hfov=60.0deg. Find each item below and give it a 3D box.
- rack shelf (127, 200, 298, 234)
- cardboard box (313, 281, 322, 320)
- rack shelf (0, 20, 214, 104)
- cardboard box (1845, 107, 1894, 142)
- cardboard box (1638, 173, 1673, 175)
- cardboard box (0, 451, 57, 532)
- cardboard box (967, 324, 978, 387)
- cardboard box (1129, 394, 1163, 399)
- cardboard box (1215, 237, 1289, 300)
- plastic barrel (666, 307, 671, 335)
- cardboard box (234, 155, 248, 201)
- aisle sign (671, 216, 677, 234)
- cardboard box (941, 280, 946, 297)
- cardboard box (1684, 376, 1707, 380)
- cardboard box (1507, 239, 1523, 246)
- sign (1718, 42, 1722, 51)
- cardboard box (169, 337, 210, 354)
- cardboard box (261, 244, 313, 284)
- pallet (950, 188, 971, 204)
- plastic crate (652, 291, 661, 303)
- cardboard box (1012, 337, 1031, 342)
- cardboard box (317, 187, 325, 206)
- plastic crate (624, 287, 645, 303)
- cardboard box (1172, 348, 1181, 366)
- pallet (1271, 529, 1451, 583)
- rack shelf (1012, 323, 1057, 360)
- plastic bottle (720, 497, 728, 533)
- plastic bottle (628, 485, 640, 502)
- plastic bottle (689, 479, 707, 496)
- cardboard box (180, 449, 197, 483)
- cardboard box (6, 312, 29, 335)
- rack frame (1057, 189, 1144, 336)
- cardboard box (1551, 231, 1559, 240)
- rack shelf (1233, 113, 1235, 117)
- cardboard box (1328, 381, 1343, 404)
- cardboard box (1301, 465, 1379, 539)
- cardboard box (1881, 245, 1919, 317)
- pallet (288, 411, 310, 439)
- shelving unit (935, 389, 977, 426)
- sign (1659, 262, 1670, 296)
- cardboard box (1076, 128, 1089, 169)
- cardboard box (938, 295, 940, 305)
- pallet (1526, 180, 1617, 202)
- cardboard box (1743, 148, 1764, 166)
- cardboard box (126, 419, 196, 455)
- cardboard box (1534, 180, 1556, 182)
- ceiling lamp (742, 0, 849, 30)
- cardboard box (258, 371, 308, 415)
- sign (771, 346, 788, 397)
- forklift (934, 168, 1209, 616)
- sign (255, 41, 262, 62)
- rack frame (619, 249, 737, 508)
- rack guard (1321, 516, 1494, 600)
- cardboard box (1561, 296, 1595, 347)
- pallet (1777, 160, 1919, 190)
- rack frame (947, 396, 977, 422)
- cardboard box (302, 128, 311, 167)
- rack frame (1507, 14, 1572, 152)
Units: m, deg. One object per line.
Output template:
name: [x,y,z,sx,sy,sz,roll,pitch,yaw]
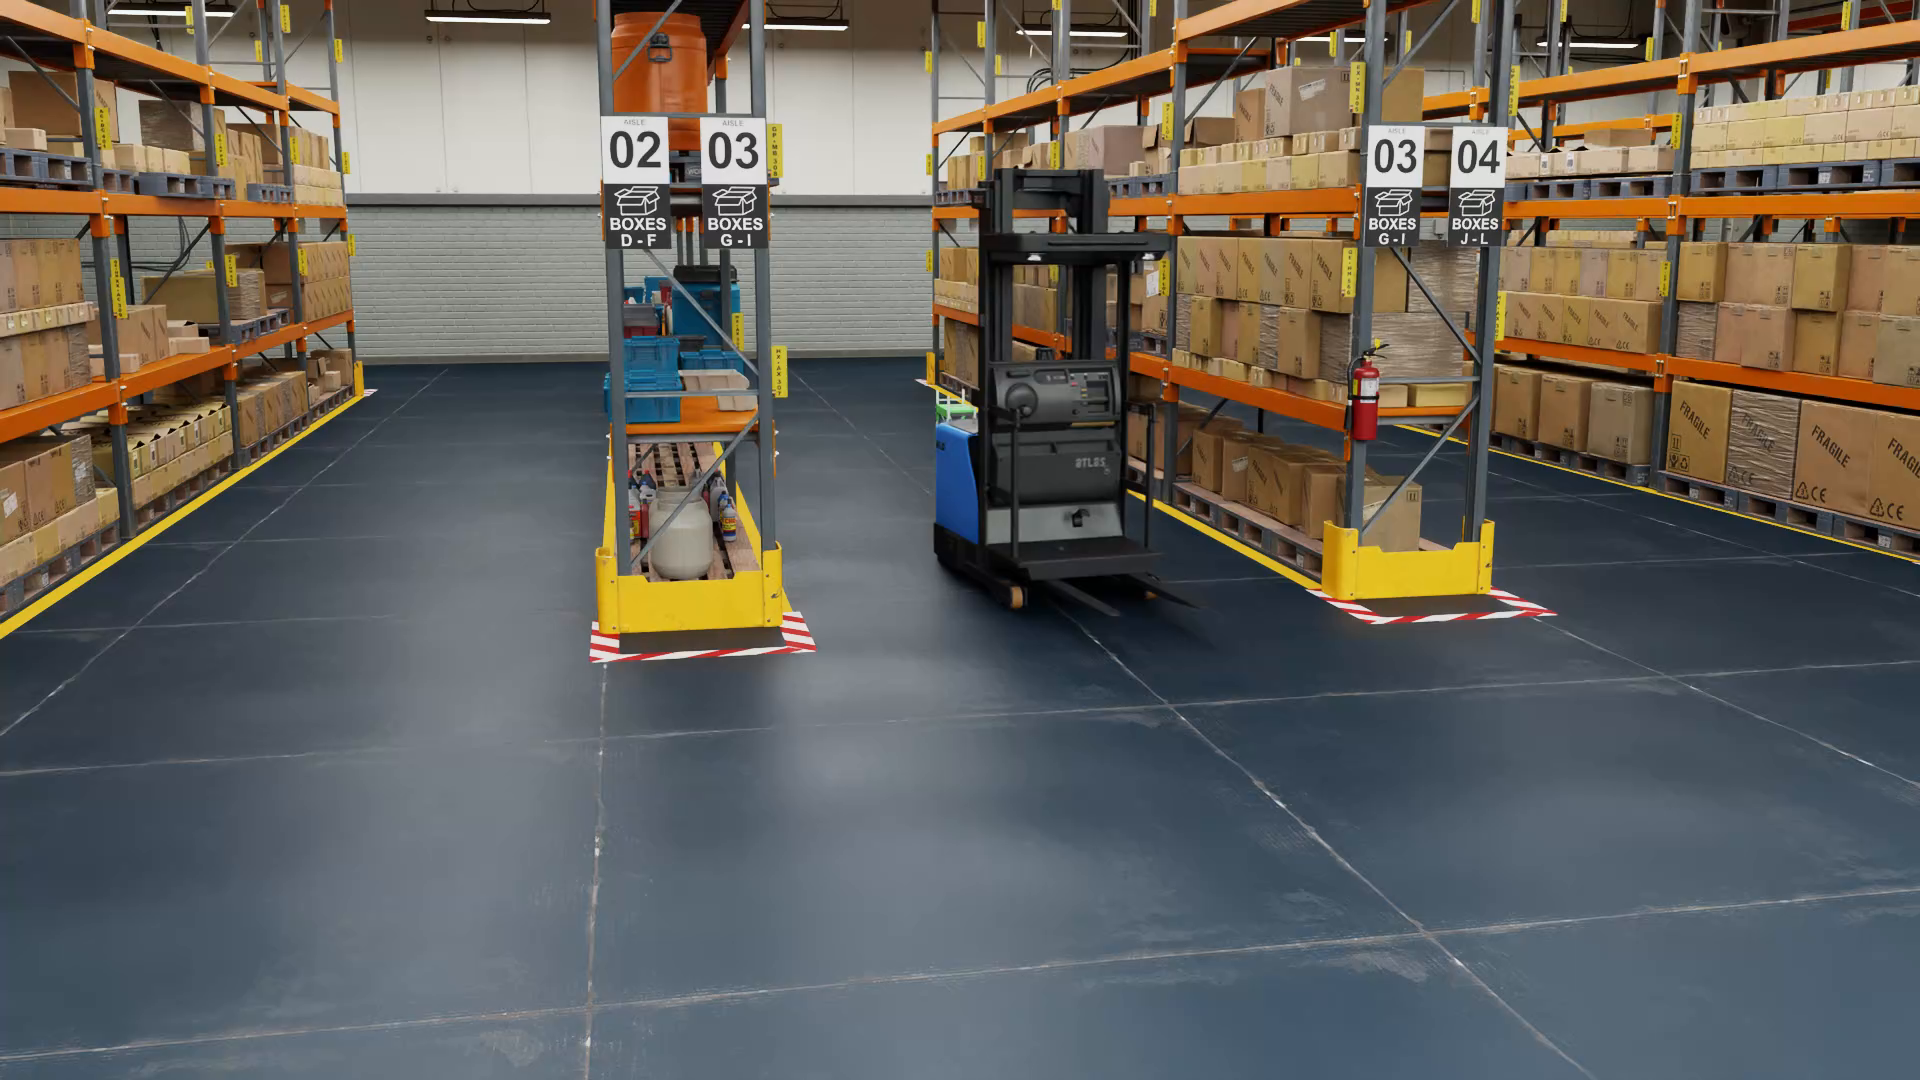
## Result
rack shelf: [-8.492,-3.689,18.956,1.077,0.370,4.000,-2,11,-11]
cardboard box: [-8.816,-3.182,22.123,0.500,0.500,0.500,-2,11,-10]
rack shelf: [-7.714,-4.232,14.858,1.077,0.370,4.000,-2,11,-11]
cardboard box: [7.493,-3.321,13.313,0.500,0.250,0.500,-2,11,-11]
cardboard box: [7.260,-3.861,17.221,0.380,0.149,0.250,-2,11,-11]
cardboard box: [-6.723,-0.340,11.686,0.500,0.500,0.500,-2,11,-11]
cardboard box: [0.612,-2.746,24.663,0.875,0.875,0.875,-2,11,-11]
cardboard box: [1.885,-1.326,18.149,0.700,0.500,0.500,-3,11,-16]
cardboard box: [2.426,-2.239,13.700,0.500,0.500,0.500,-2,11,-11]
plastic barrel: [-2.752,-2.178,16.817,0.421,0.512,0.421,0,11,0]
cardboard box: [-8.422,-3.992,18.358,0.910,0.500,0.500,-2,11,-11]
aisle sign: [-4.526,-5.149,25.775,0.394,0.787,0.004,-2,11,-11]
cardboard box: [-0.005,-3.908,25.812,0.500,0.250,0.500,-2,11,-12]
cardboard box: [10.940,-2.542,23.587,0.875,0.875,0.875,-2,11,-9]
cardboard box: [9.593,-4.831,28.113,0.500,0.500,0.500,-2,11,-12]
sign: [11.087,-7.122,24.338,0.100,0.325,0.005,-2,11,-11]
cardboard box: [-7.657,-1.923,16.451,0.380,0.149,0.250,-2,11,-11]
cardboard box: [-8.697,-3.572,21.501,0.500,0.500,0.500,-2,11,-10]
pallet: [0.454,-5.099,24.676,1.003,0.211,1.213,-2,11,-11]
plastic crate: [-4.138,-3.373,23.551,0.437,0.282,0.530,-2,11,-11]
cardboard box: [1.155,-2.177,21.671,1.225,0.875,0.875,-3,11,-13]
cardboard box: [-9.023,-4.709,22.791,0.500,0.250,0.500,-2,11,-11]
plastic crate: [-4.447,-3.210,22.419,0.392,0.384,0.575,-2,11,-11]
cardboard box: [2.139,-1.654,15.035,0.380,0.149,0.250,-2,11,-11]
pallet: [3.032,0.112,12.545,1.003,0.211,1.213,-2,11,-11]
rack shelf: [1.226,-2.575,21.125,1.077,0.370,4.000,-2,11,-11]
plastic bottle: [-1.801,-0.196,12.826,0.097,0.271,0.097,0,11,0]
plastic bottle: [-2.560,-0.252,12.909,0.144,0.351,0.185,-2,11,-9]
plastic bottle: [-2.161,-0.373,13.740,0.152,0.276,0.135,-2,11,-11]
cardboard box: [-7.460,-0.689,15.523,0.500,0.250,0.500,-2,11,-10]
cardboard box: [-6.762,-1.512,11.617,0.380,0.149,0.250,-2,11,-9]
rack frame: [1.615,-2.561,19.131,1.000,3.000,0.127,-2,11,-11]
cardboard box: [9.815,-4.934,26.921,0.380,0.149,0.250,-2,11,-10]
rack shelf: [5.332,-6.416,25.269,1.077,0.370,4.000,-2,11,-11]
cardboard box: [2.865,-1.061,11.921,0.380,0.149,0.250,-2,11,-11]
cardboard box: [2.916,-0.296,12.791,0.500,0.500,0.500,1,11,4]
cardboard box: [7.824,-2.027,13.034,0.875,0.550,0.550,-2,11,-11]
pallet: [-8.686,-1.418,20.580,1.003,0.211,1.213,-2,11,-11]
shelving unit: [-0.032,-0.620,13.744,0.258,1.200,0.503,-2,11,-11]
sign: [6.747,-2.498,15.913,0.100,0.325,0.005,-2,11,-11]
cardboard box: [1.549,-4.141,17.803,0.500,0.500,0.500,-2,11,-11]
cardboard box: [-0.145,-3.781,26.211,0.380,0.149,0.250,-2,11,-12]
pallet: [6.897,-3.783,18.031,1.003,0.211,1.213,-2,11,-8]
cardboard box: [7.163,-3.377,14.674,0.380,0.149,0.250,-2,11,-12]
cardboard box: [-7.462,-0.966,15.479,0.500,0.311,0.500,-2,11,-9]
cardboard box: [9.955,-5.965,28.001,0.500,0.250,0.500,-3,11,-16]
ceiling lamp: [-2.851,-10.247,27.854,2.000,3.185,0.800,-2,11,-11]
cardboard box: [-8.504,-1.843,20.868,0.500,0.500,0.500,-2,11,-11]
sign: [-1.147,-1.069,10.550,0.100,0.325,0.005,-2,11,-11]
forklift: [0.748,-1.052,11.384,1.130,2.935,3.031,-4,11,-18]
sign: [-10.192,-7.094,24.191,0.100,0.325,0.005,-2,11,-11]
rack frame: [-2.466,-1.647,14.330,1.000,3.000,0.127,-2,11,-11]
rack guard: [3.156,0.120,11.729,1.175,0.500,0.348,-2,11,-11]
cardboard box: [6.717,-2.310,17.543,0.500,0.500,0.500,-2,11,-10]
pallet: [7.660,-3.046,13.891,1.003,0.211,1.213,-2,11,-11]
rack frame: [0.015,-0.575,13.509,0.240,1.200,0.015,-2,11,-11]
cardboard box: [-9.075,-5.225,22.163,0.700,0.500,0.500,-2,11,-11]
rack frame: [9.779,-7.336,28.172,1.000,3.000,0.127,-2,11,-11]
